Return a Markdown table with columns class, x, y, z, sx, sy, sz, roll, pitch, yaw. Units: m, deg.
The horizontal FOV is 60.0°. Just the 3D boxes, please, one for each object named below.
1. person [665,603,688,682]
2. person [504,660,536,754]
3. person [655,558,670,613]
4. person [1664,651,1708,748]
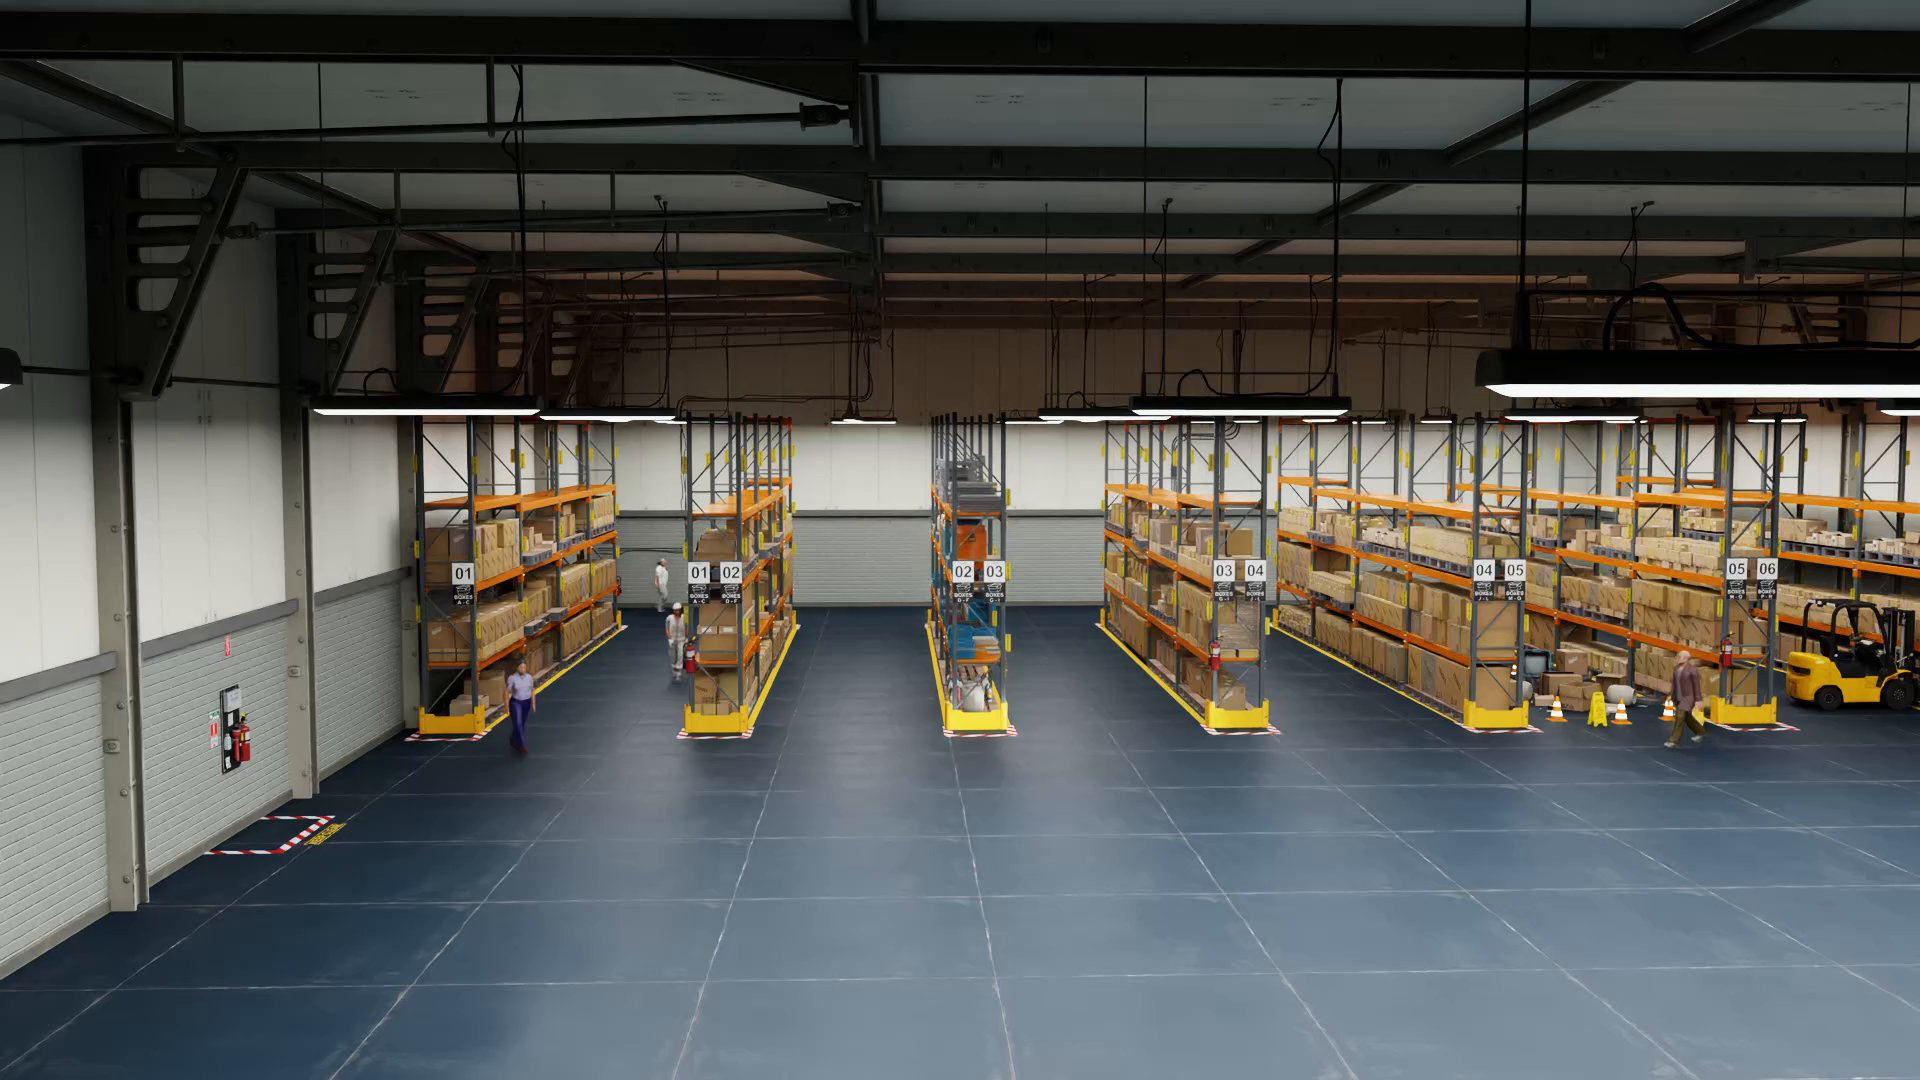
| class | x | y | z | sx | sy | sz | roll | pitch | yaw |
| --- | --- | --- | --- | --- | --- | --- | --- | --- | --- |
| person | -6.388 | 2.287 | 37.543 | 0.522 | 1.735 | 0.962 | -1 | 4 | -11 |
| person | -7.719 | 2.910 | 29.256 | 0.980 | 1.593 | 0.528 | 3 | 5 | 41 |
| person | -9.191 | 1.404 | 51.305 | 0.435 | 1.687 | 0.507 | 0 | 4 | 1 |
| person | 12.962 | 2.830 | 29.675 | 1.134 | 1.732 | 0.644 | -2 | 4 | -22 |
